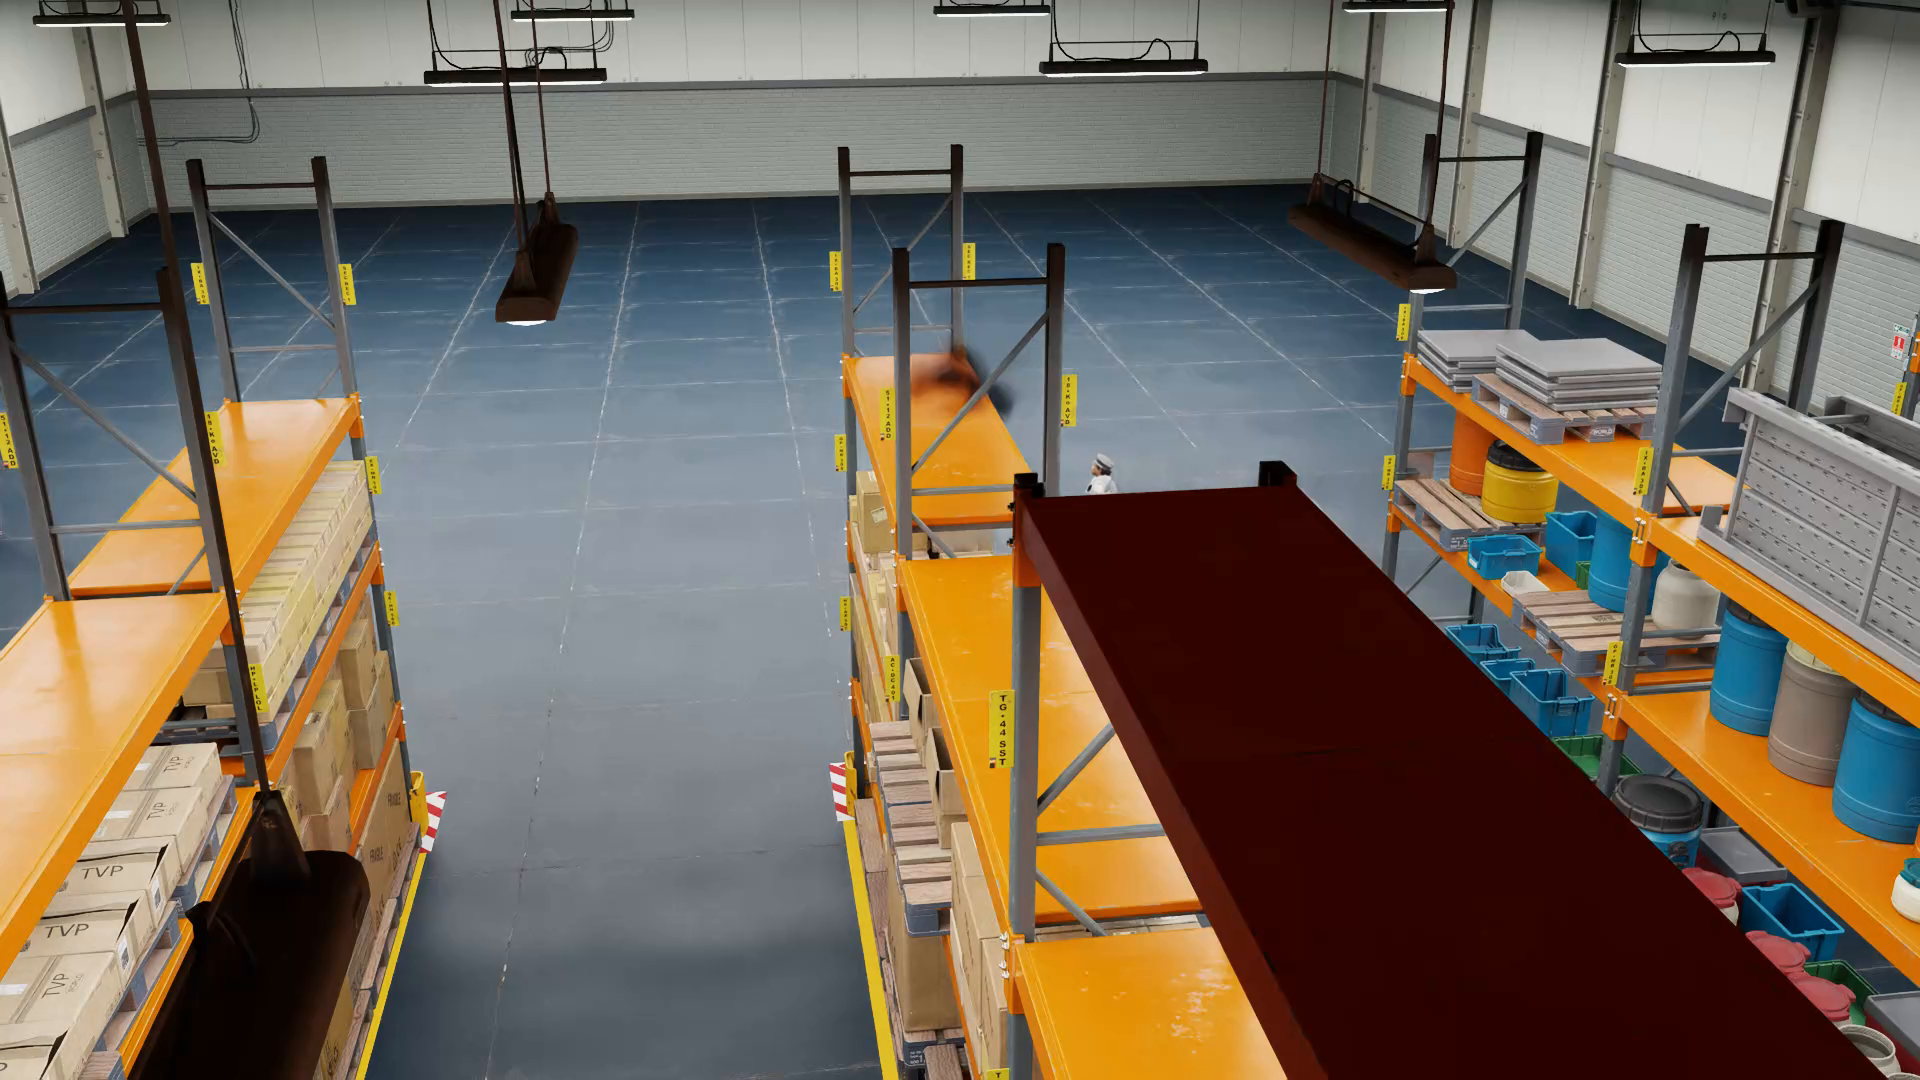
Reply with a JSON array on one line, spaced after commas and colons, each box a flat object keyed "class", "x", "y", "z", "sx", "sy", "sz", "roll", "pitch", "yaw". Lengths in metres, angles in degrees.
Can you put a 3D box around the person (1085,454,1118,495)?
[{"class": "person", "x": 1.658, "y": -0.255, "z": 20.073, "sx": 0.546, "sy": 1.657, "sz": 0.621, "roll": 6, "pitch": 22, "yaw": 15}]
